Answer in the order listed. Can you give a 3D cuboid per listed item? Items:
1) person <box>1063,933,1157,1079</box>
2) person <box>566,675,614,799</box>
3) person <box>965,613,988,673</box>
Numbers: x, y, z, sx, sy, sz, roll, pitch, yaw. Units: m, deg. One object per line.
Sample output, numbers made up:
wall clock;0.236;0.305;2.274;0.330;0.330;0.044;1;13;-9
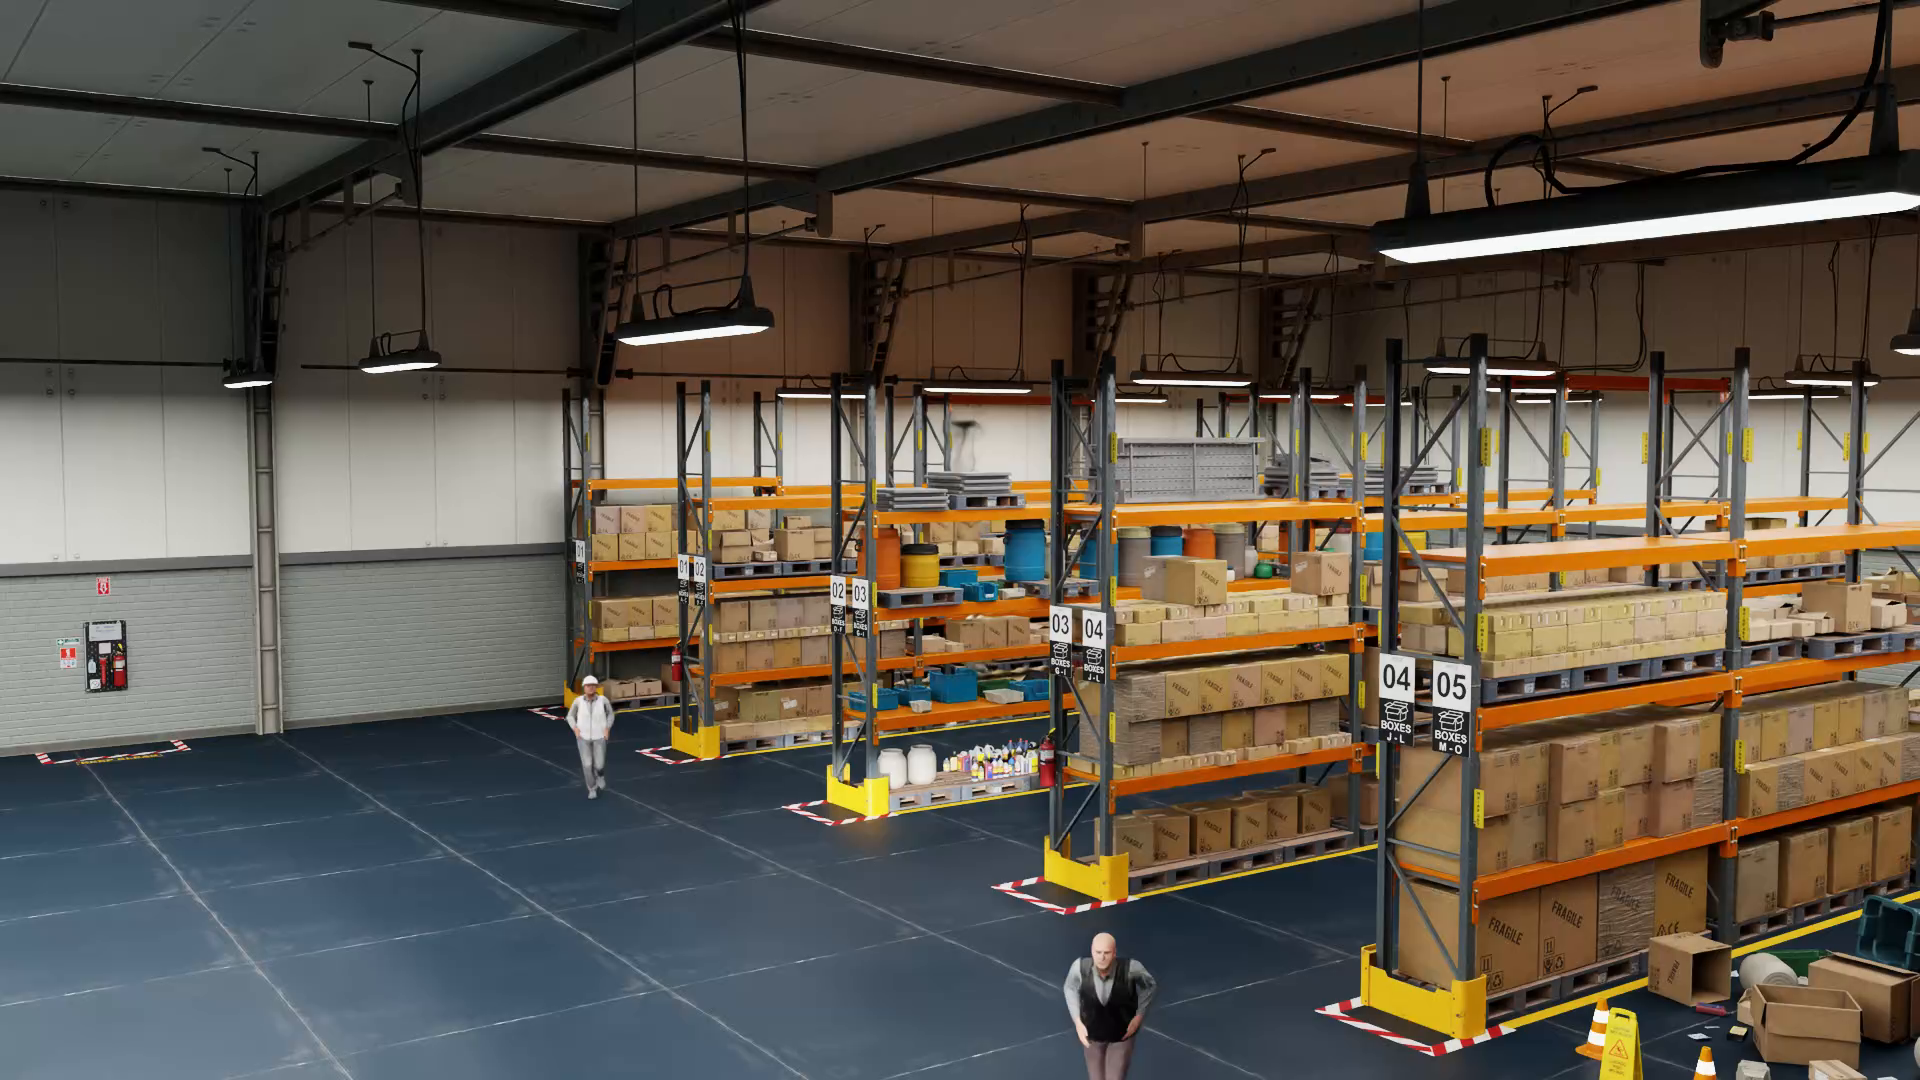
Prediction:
person;1.092;3.584;12.079;0.671;1.679;0.941;1;4;8
person;-5.248;2.783;23.624;0.668;1.737;0.585;-1;4;-11
person;0.306;2.160;33.243;0.704;1.764;0.918;3;5;41
